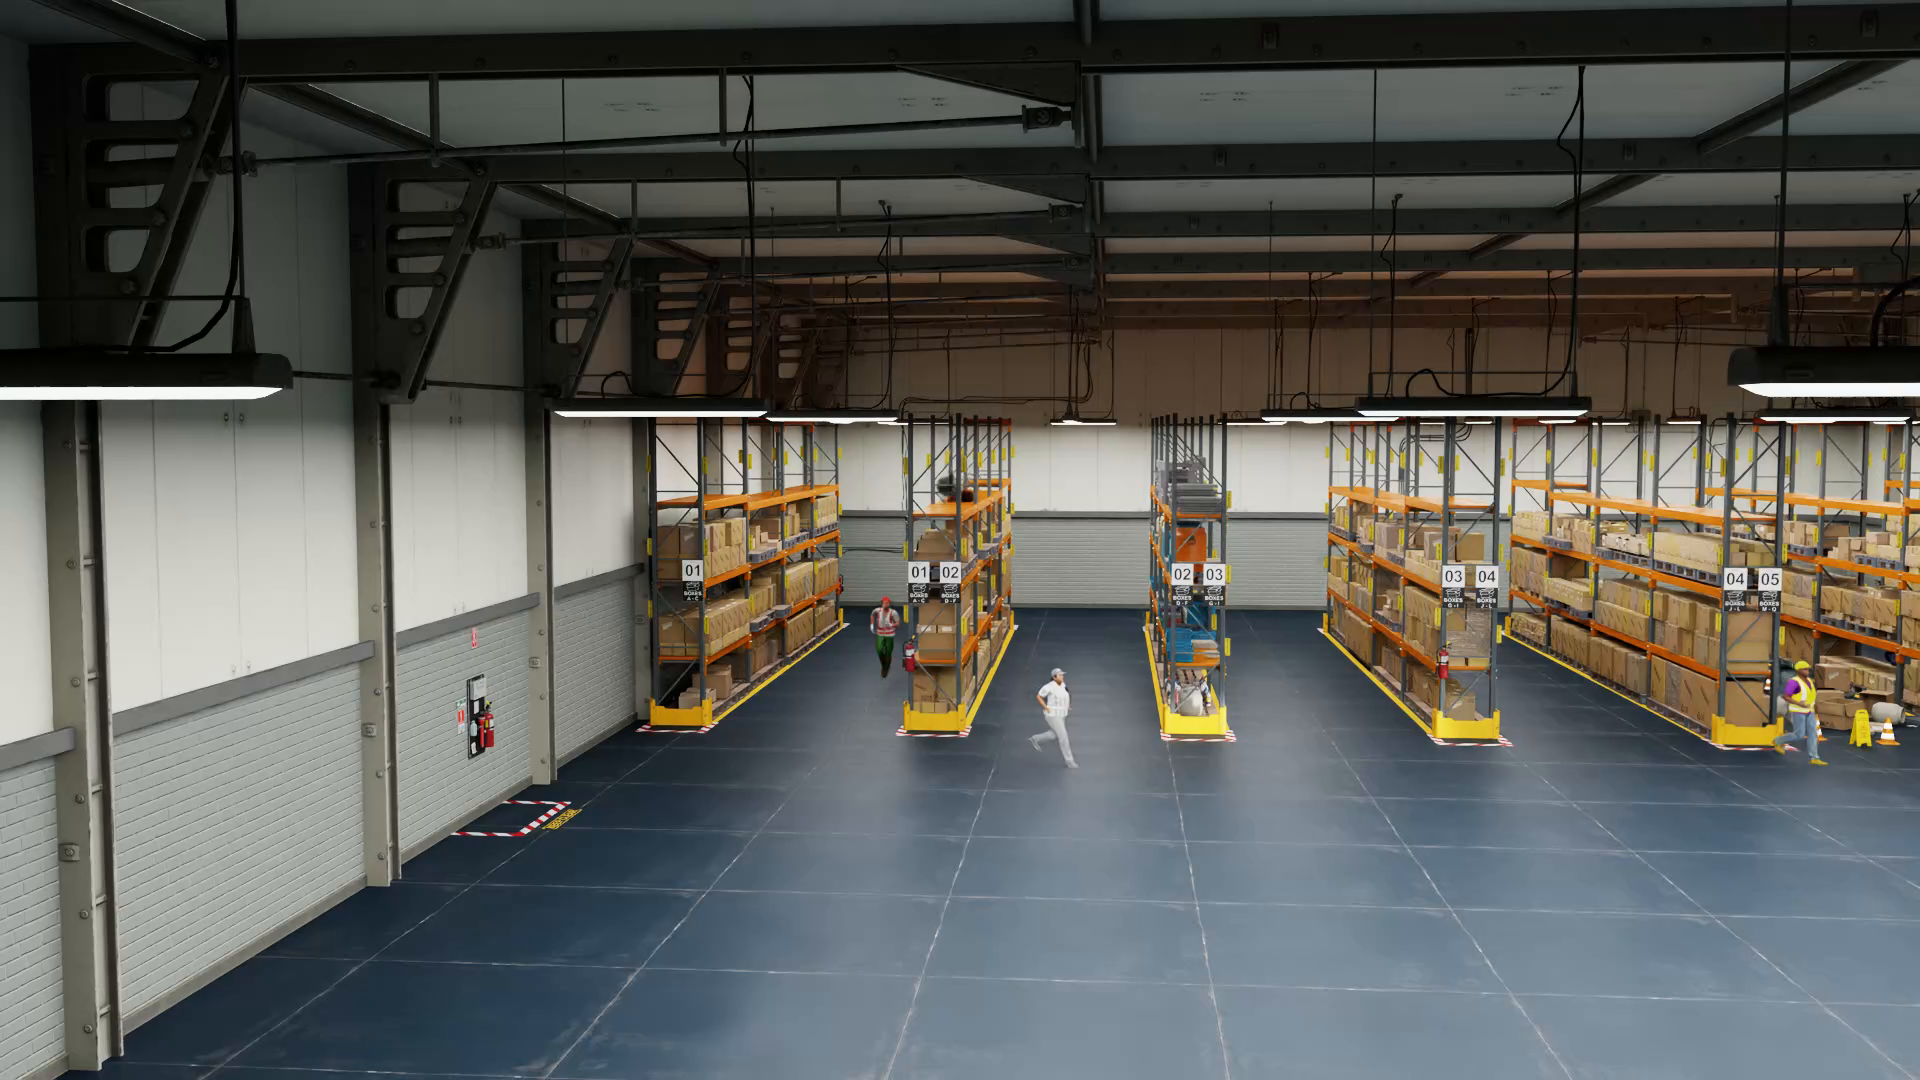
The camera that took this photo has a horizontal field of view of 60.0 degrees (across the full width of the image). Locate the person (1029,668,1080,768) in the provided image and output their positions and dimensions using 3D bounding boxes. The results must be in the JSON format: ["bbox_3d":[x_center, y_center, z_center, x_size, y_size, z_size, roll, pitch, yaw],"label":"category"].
[{"bbox_3d":[1.613,3.017,28.342,1.066,1.684,0.578,3,5,33],"label":"person"}]

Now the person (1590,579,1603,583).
[{"bbox_3d":[18.194,1.739,47.203,0.998,1.715,0.696,0,4,3],"label":"person"}]

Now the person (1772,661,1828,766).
[{"bbox_3d":[14.340,2.931,28.321,0.715,1.745,0.953,-2,4,-28],"label":"person"}]

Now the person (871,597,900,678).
[{"bbox_3d":[-1.653,2.126,36.411,0.700,1.789,0.786,1,4,8],"label":"person"}]

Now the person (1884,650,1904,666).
[{"bbox_3d":[21.595,2.338,38.348,0.598,1.601,0.533,0,4,5],"label":"person"}]
